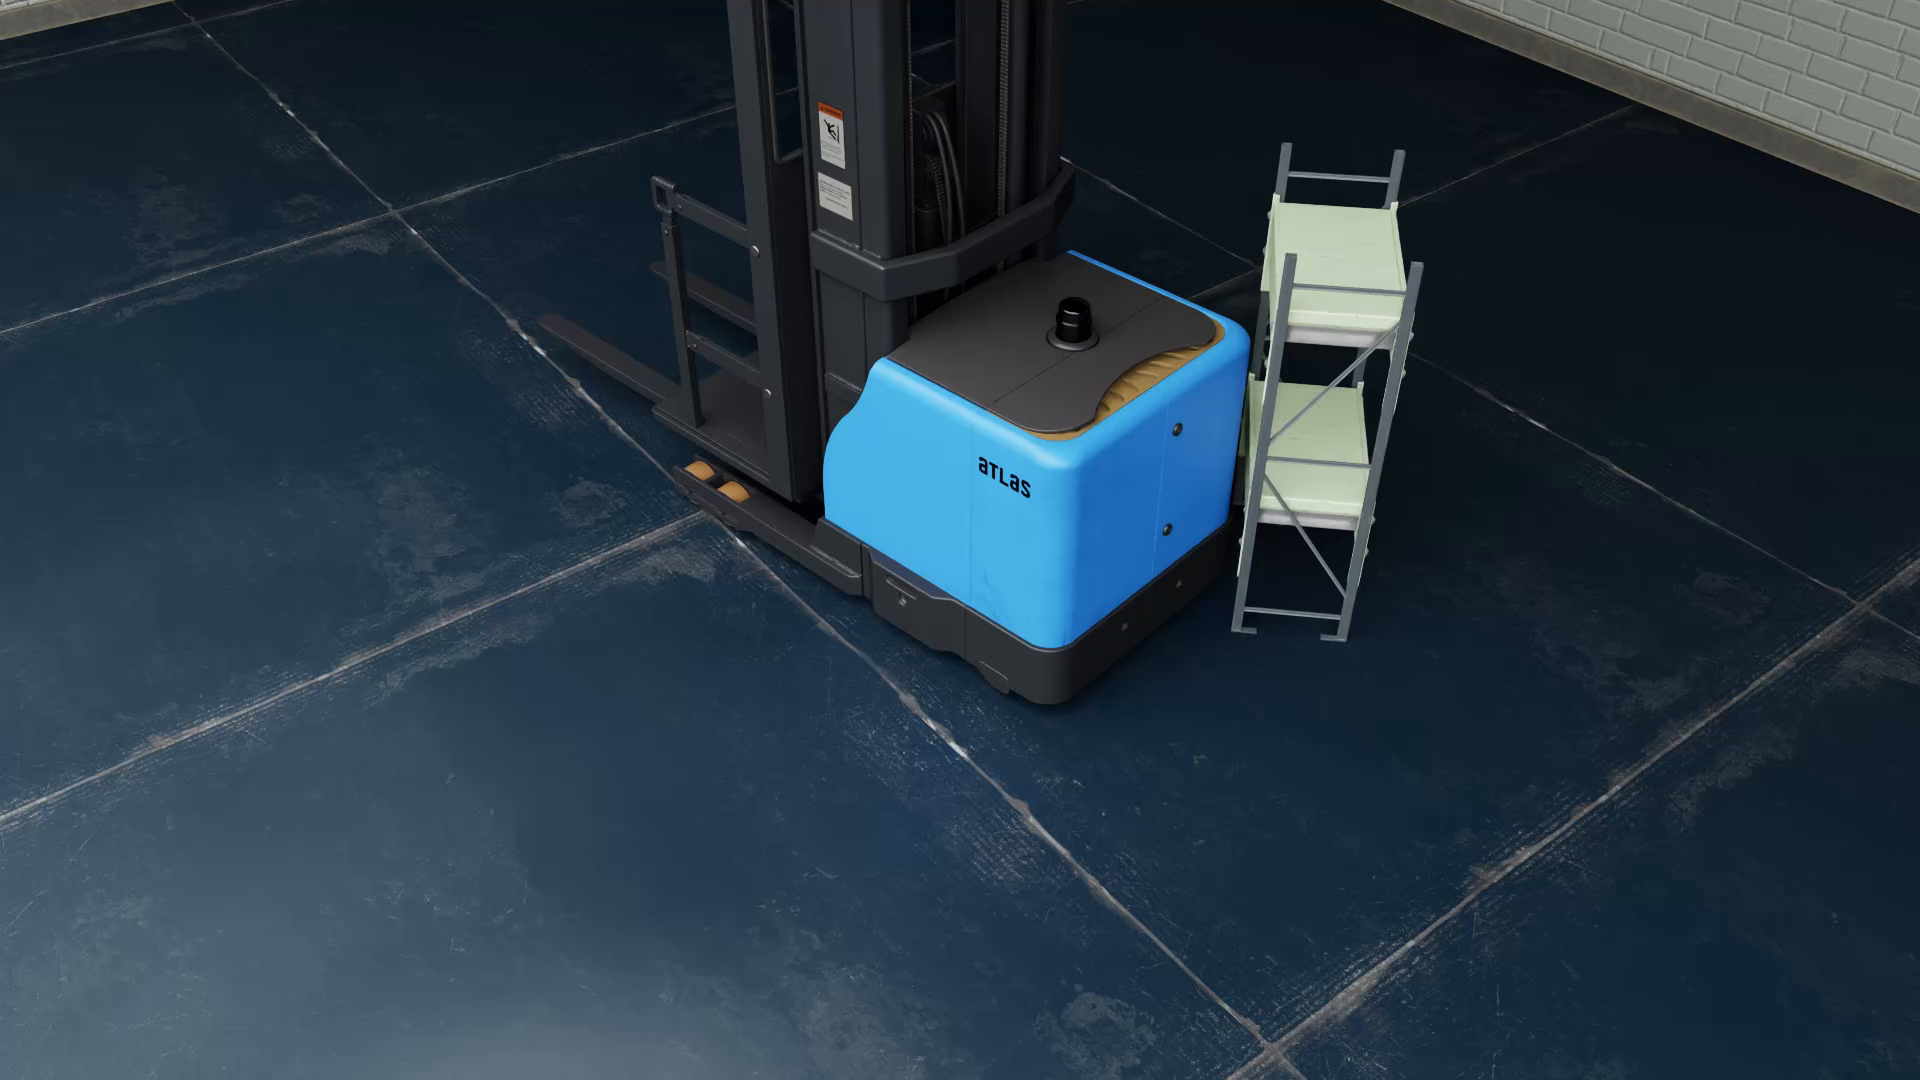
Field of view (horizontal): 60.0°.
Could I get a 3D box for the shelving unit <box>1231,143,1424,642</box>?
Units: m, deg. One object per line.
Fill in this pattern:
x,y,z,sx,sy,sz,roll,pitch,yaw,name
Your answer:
1.205,-0.476,5.646,0.431,1.500,0.755,5,40,6,shelving unit

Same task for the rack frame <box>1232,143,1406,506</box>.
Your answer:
1.253,-0.706,5.927,0.400,1.500,0.023,5,40,6,rack frame

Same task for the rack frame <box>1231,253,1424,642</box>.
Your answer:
1.157,-0.246,5.366,0.400,1.500,0.023,5,40,6,rack frame

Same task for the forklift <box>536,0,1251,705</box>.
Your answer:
-0.460,-1.403,5.649,3.031,2.935,1.130,30,48,32,forklift

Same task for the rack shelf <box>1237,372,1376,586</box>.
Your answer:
1.204,-0.224,5.853,0.431,0.370,0.720,5,40,6,rack shelf

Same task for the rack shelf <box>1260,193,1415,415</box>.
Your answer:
1.207,-0.777,5.398,0.431,0.370,0.720,5,40,6,rack shelf
